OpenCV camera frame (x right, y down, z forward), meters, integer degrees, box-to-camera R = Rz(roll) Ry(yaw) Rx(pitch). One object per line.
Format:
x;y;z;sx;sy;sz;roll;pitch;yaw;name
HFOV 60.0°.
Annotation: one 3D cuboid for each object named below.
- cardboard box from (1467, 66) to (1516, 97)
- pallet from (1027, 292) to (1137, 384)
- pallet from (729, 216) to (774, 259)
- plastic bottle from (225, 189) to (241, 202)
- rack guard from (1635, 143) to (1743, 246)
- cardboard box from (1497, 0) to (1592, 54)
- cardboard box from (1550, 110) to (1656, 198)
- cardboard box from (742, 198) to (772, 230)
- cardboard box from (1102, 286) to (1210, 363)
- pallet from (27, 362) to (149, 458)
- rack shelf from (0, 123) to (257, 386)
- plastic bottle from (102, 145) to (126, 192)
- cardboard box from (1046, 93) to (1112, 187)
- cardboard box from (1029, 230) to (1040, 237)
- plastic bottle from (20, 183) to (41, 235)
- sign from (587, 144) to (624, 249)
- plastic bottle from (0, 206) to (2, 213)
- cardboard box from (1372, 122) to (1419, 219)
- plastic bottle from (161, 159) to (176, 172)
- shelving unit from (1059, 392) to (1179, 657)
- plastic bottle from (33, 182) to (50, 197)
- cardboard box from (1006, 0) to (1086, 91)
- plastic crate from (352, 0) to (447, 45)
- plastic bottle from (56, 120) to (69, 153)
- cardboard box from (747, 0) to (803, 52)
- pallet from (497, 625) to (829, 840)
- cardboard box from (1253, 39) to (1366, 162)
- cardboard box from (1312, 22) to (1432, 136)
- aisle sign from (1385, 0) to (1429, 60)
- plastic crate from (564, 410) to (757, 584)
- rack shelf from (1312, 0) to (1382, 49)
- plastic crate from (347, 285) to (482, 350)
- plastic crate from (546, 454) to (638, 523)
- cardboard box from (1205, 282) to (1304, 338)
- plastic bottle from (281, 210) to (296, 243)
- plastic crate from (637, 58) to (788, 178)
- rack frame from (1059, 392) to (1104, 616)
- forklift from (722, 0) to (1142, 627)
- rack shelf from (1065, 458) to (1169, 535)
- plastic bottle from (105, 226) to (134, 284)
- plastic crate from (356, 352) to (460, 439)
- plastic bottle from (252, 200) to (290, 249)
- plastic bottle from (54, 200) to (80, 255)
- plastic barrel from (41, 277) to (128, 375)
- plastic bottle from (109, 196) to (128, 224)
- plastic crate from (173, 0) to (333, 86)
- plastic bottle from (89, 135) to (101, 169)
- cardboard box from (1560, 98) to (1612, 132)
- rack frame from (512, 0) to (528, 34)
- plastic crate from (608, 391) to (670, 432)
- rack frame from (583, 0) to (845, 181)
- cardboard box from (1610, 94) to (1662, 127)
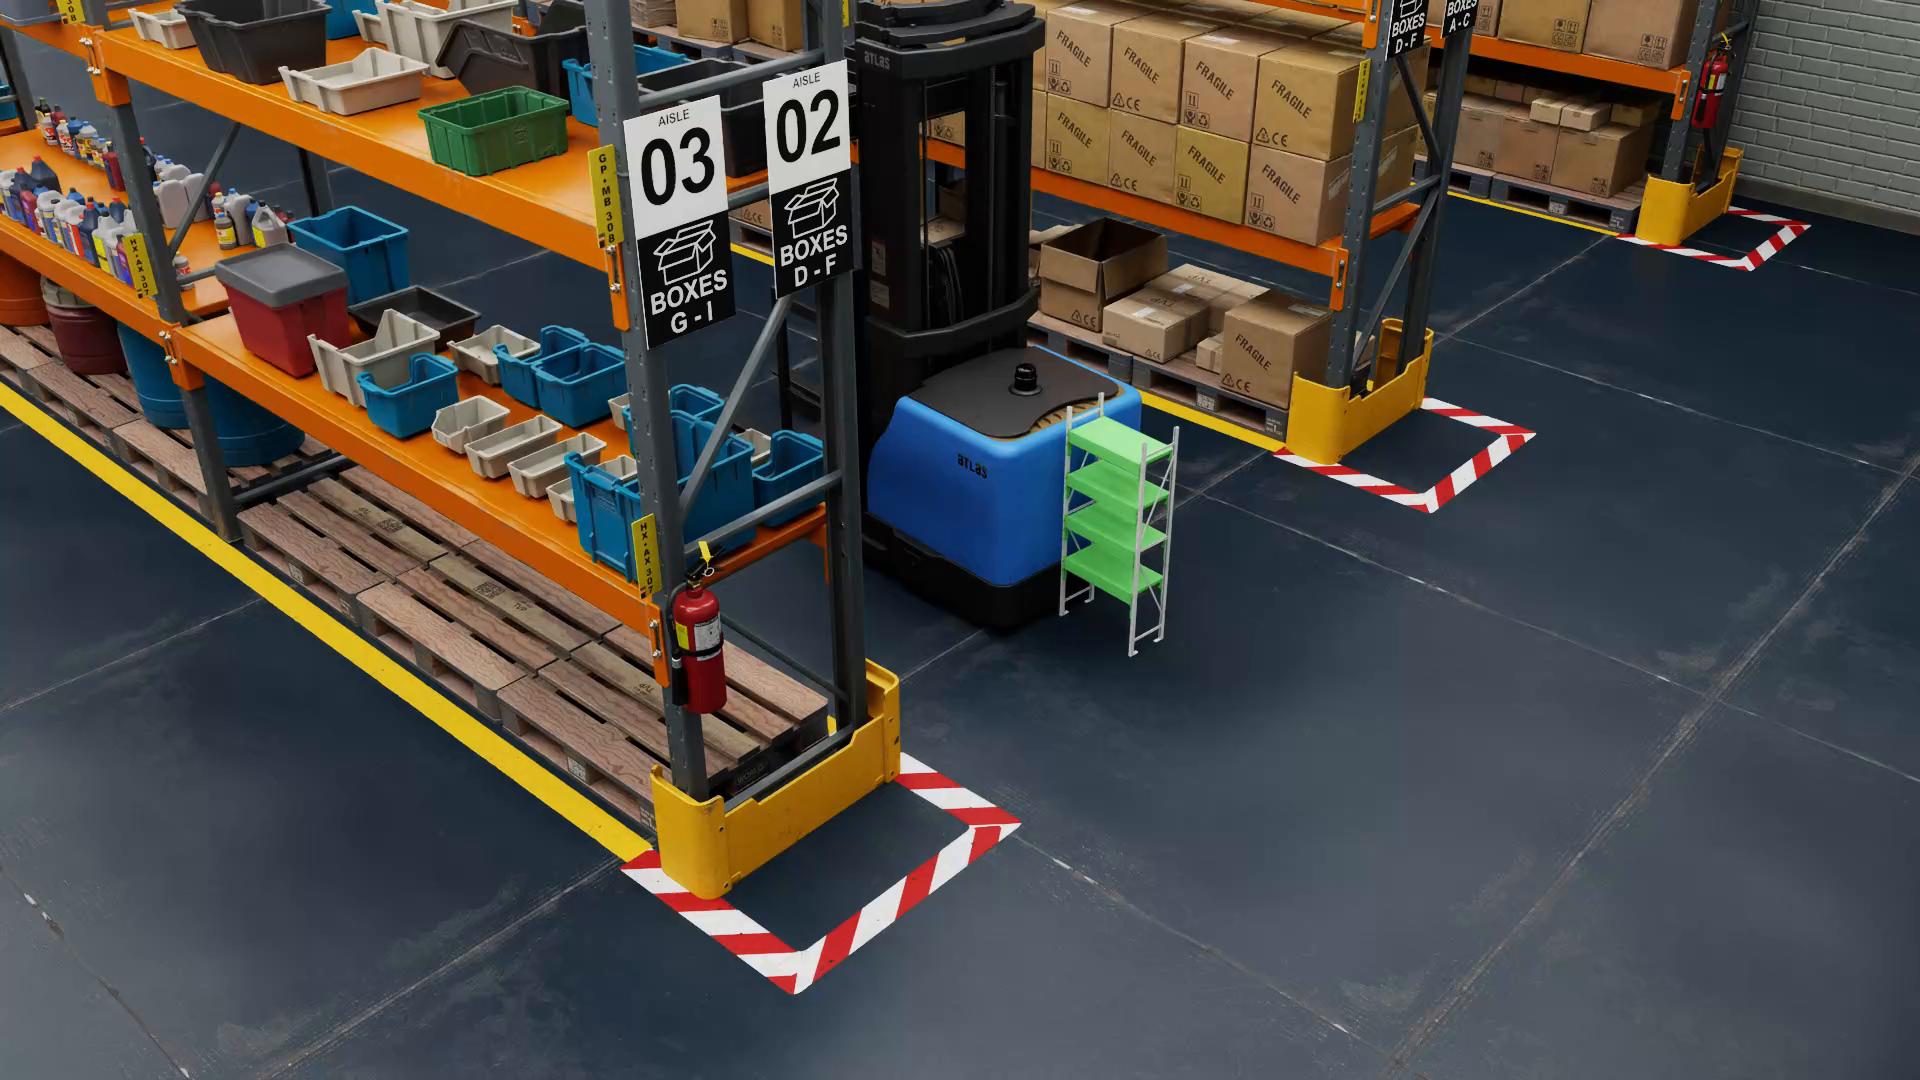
4.561;-3.935;14.266;0.250;0.149;0.380;25;39;36;cardboard box
0.991;-1.506;11.548;1.213;0.211;1.003;25;39;35;pallet
-1.054;-2.434;13.088;1.213;0.211;1.003;25;39;35;pallet
-4.179;-1.897;9.617;0.097;0.271;0.097;0;31;0;plastic bottle
5.879;-2.793;13.405;0.348;0.500;1.175;25;39;35;rack guard
4.929;-4.421;13.395;0.700;0.700;0.980;25;39;35;cardboard box
5.275;-3.186;13.650;0.500;0.500;0.700;25;39;35;cardboard box
-1.345;-2.715;12.848;0.500;0.500;0.500;25;39;35;cardboard box
1.287;-1.422;10.943;0.500;0.250;0.500;25;39;35;cardboard box
-5.205;-0.979;10.672;1.213;0.211;1.003;25;39;35;pallet
-5.235;-1.853;10.116;4.000;0.370;1.077;25;39;35;rack shelf
-5.244;-2.311;10.294;0.133;0.283;0.061;25;39;35;plastic bottle
0.898;-2.598;10.561;0.500;0.500;0.500;24;39;34;cardboard box
0.505;-2.133;12.222;0.250;0.149;0.380;25;39;35;cardboard box
-5.380;-1.922;9.647;0.133;0.283;0.061;25;39;35;plastic bottle
-1.144;-1.109;5.376;0.005;0.325;0.100;25;39;35;sign
-5.788;-2.112;9.963;0.133;0.283;0.061;25;39;35;plastic bottle
2.388;-2.274;10.023;0.500;0.500;0.500;26;40;36;cardboard box
-4.766;-2.171;10.072;0.097;0.271;0.097;0;31;0;plastic bottle
0.771;-0.069;8.202;0.258;1.200;0.503;-25;39;-35;shelving unit
-5.341;-1.953;9.711;0.097;0.271;0.097;0;31;0;plastic bottle
0.498;-3.206;10.600;0.500;0.500;0.500;24;38;34;cardboard box
-2.554;-2.346;7.586;0.466;0.136;0.293;25;39;35;plastic crate
-5.888;-2.664;10.960;0.097;0.201;0.097;0;31;0;plastic bottle
-1.179;-4.047;12.561;0.700;0.500;0.500;-22;38;-32;cardboard box
-1.372;0.810;7.700;1.213;0.211;1.003;25;39;35;pallet
2.025;-2.497;9.423;0.500;0.500;0.500;25;39;35;cardboard box
2.388;-2.703;9.765;0.500;0.500;0.500;26;40;36;cardboard box
2.385;-2.950;8.722;0.004;0.787;0.394;25;39;35;aisle sign
-1.160;-0.170;6.531;0.499;0.435;0.616;25;39;35;plastic crate
1.057;-3.646;10.188;4.000;0.370;1.077;25;39;35;rack shelf
-2.742;-1.092;8.364;0.590;0.125;0.437;25;39;35;plastic crate
-1.513;-0.210;6.888;0.243;0.136;0.396;25;39;35;plastic crate
1.956;-1.457;11.002;0.500;0.250;0.500;25;39;35;cardboard box
-3.738;-1.709;9.293;0.133;0.283;0.061;25;39;35;plastic bottle
-0.885;-1.553;6.140;0.590;0.269;0.497;25;39;35;plastic crate
0.608;-0.163;8.358;0.240;1.200;0.015;-25;39;-35;rack frame
-0.417;-1.495;8.891;1.130;2.935;3.031;-25;39;-35;forklift
0.771;-0.220;8.111;0.258;0.148;0.480;-25;39;-35;rack shelf
-4.533;-1.555;9.044;0.135;0.276;0.152;25;39;35;plastic bottle
-2.482;-0.651;7.527;0.300;0.233;0.416;25;39;35;plastic crate
-3.826;-1.707;9.225;0.185;0.351;0.144;25;39;35;plastic bottle
-5.006;-1.776;9.412;0.135;0.276;0.152;25;39;35;plastic bottle
-5.507;-1.446;10.675;0.708;0.588;0.600;25;39;35;plastic barrel
-4.694;-1.760;9.312;0.185;0.351;0.144;25;39;35;plastic bottle
-3.016;-2.163;7.153;0.590;0.269;0.497;25;39;35;plastic crate
-5.527;-2.496;10.680;0.097;0.201;0.097;0;31;0;plastic bottle
5.058;-3.438;13.441;0.250;0.149;0.380;25;39;35;cardboard box
-3.392;-4.746;14.225;0.127;3.000;1.000;25;39;35;rack frame
-1.434;-0.586;7.512;0.298;0.136;0.250;25;39;35;plastic crate
-0.787;-2.654;4.934;0.127;3.000;1.000;25;39;35;rack frame
5.502;-3.497;13.538;0.250;0.149;0.380;25;39;35;cardboard box
